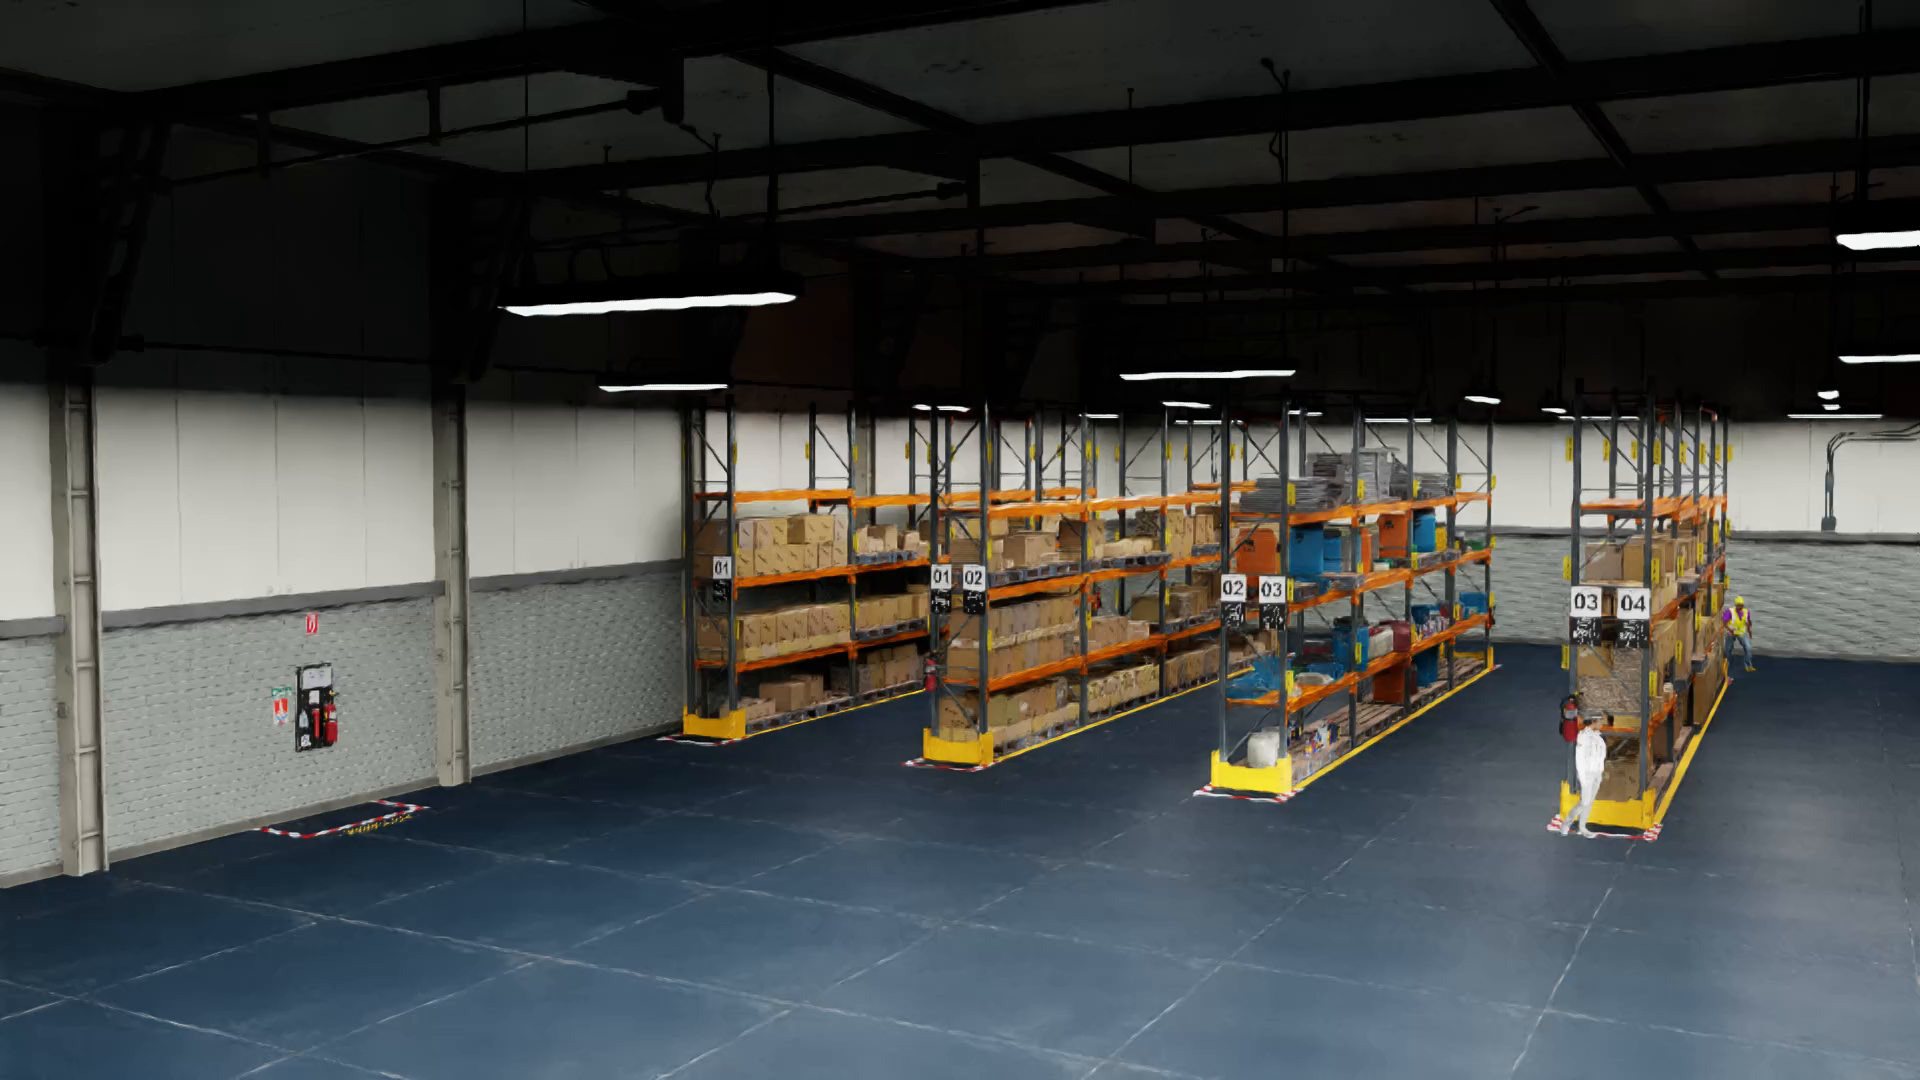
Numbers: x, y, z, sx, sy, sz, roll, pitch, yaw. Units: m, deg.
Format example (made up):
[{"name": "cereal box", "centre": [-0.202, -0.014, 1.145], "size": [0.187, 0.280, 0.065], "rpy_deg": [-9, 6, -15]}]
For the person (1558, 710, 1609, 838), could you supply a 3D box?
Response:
[{"name": "person", "centre": [8.094, 3.027, 21.570], "size": [0.642, 1.656, 0.454], "rpy_deg": [-2, 4, -34]}]

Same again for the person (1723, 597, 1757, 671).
[{"name": "person", "centre": [17.836, 2.135, 38.170], "size": [0.712, 1.697, 0.831], "rpy_deg": [1, 3, 10]}]

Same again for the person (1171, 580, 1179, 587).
[{"name": "person", "centre": [5.657, 1.877, 43.544], "size": [0.700, 1.650, 0.554], "rpy_deg": [-1, 3, -26]}]
